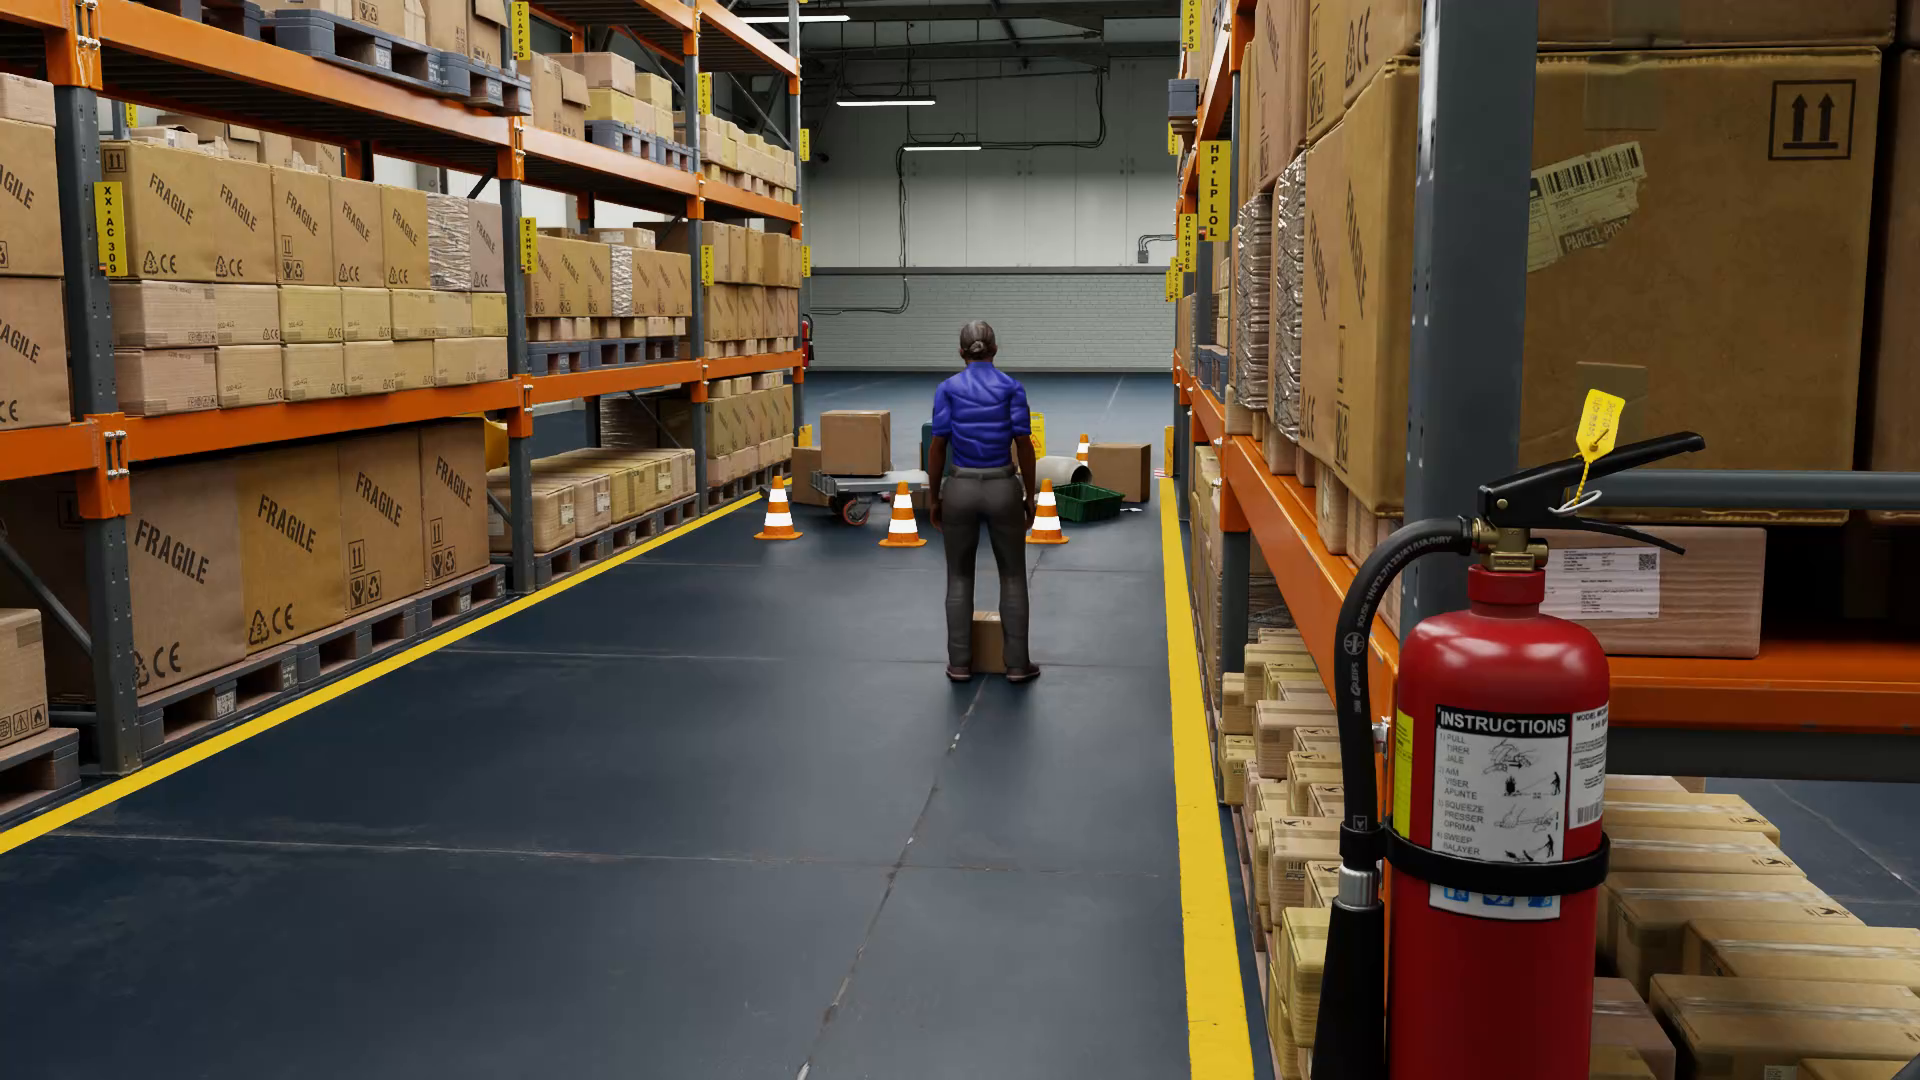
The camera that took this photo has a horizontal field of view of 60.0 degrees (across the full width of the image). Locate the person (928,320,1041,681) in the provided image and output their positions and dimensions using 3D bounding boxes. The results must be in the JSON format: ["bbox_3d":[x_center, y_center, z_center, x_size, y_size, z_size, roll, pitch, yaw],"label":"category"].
[{"bbox_3d":[0.114,-0.170,7.632,0.521,1.639,0.348,0,8,3],"label":"person"}]
